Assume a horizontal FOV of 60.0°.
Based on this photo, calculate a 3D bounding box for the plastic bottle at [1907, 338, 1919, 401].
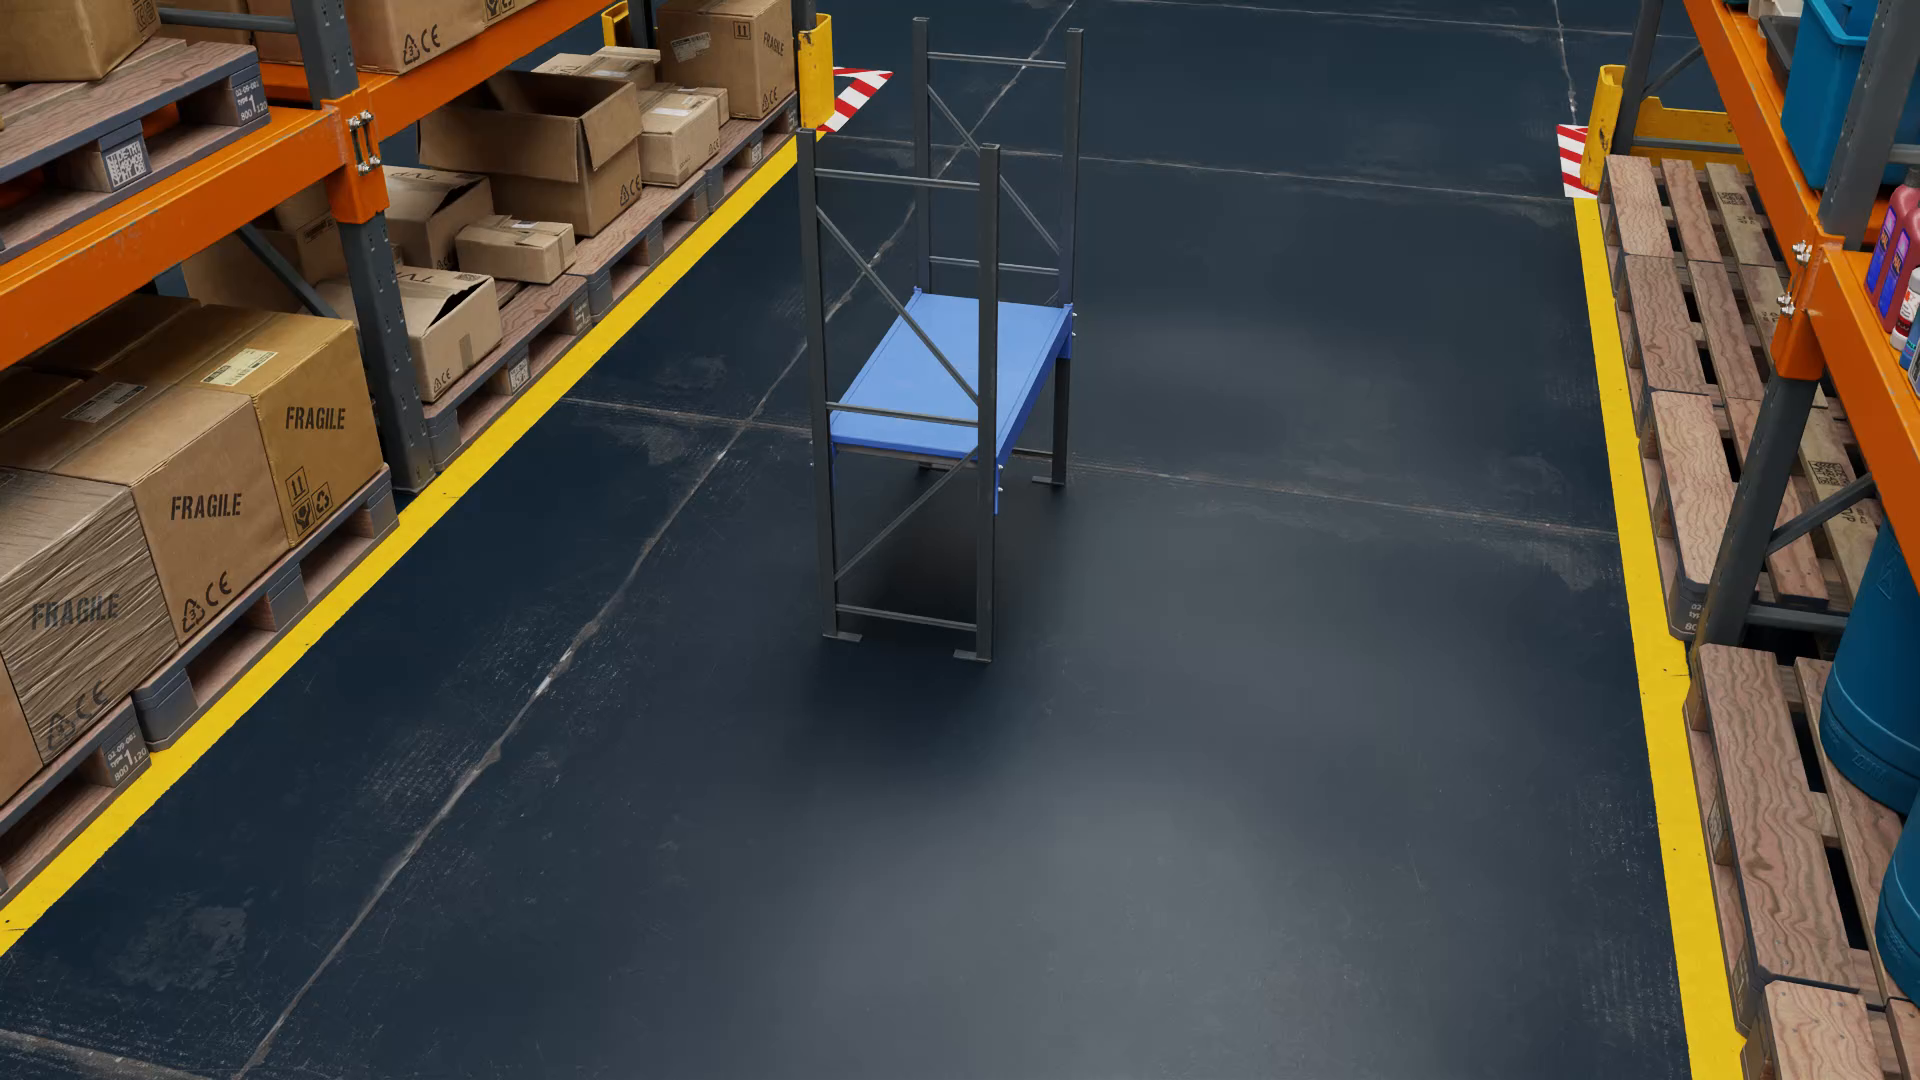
[{"bbox_3d":[1.958,-0.404,3.205,0.152,0.276,0.135,8,33,12],"label":"plastic bottle"}]

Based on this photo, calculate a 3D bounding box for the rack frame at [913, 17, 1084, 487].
[{"bbox_3d":[0.107,-0.852,5.193,0.500,1.500,0.032,8,33,12],"label":"rack frame"}]

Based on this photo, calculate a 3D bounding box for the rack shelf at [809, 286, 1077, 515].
[{"bbox_3d":[-0.022,-0.437,4.875,0.538,0.185,1.000,8,33,12],"label":"rack shelf"}]

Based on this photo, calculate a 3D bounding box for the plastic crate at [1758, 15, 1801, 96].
[{"bbox_3d":[2.561,-1.361,4.795,0.437,0.125,0.590,8,33,12],"label":"plastic crate"}]

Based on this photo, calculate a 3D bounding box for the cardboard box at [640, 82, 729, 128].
[{"bbox_3d":[-1.328,-2.063,7.930,0.380,0.166,0.250,8,33,12],"label":"cardboard box"}]

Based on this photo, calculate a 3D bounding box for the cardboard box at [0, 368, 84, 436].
[{"bbox_3d":[-2.737,-0.145,4.603,0.500,0.500,0.500,8,33,13],"label":"cardboard box"}]

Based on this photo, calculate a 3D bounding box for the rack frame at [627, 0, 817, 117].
[{"bbox_3d":[-1.238,-3.586,8.096,1.000,3.000,0.127,8,33,12],"label":"rack frame"}]

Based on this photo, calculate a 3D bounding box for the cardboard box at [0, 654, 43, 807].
[{"bbox_3d":[-2.490,0.433,3.692,0.500,0.500,0.500,7,33,11],"label":"cardboard box"}]

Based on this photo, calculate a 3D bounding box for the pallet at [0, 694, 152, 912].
[{"bbox_3d":[-2.731,0.728,3.907,1.003,0.211,1.213,8,33,12],"label":"pallet"}]

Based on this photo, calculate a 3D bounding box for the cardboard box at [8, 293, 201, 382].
[{"bbox_3d":[-2.612,-0.424,5.040,0.500,0.500,0.500,7,33,10],"label":"cardboard box"}]

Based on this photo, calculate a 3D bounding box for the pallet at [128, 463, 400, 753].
[{"bbox_3d":[-2.423,0.093,4.906,1.003,0.211,1.213,8,33,12],"label":"pallet"}]

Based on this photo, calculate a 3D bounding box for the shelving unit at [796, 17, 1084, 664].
[{"bbox_3d":[-0.022,-0.589,4.778,0.538,1.500,1.048,8,33,12],"label":"shelving unit"}]

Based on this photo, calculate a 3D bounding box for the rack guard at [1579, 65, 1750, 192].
[{"bbox_3d":[3.545,-1.869,7.725,1.175,0.500,0.348,8,33,12],"label":"rack guard"}]

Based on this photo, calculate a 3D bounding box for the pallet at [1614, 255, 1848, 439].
[{"bbox_3d":[2.993,-0.680,6.122,1.003,0.211,1.213,8,33,12],"label":"pallet"}]

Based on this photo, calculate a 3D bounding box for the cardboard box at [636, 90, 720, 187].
[{"bbox_3d":[-1.408,-1.807,7.450,0.500,0.250,0.500,8,33,12],"label":"cardboard box"}]

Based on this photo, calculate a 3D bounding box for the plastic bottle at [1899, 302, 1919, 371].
[{"bbox_3d":[1.961,-0.466,3.307,0.097,0.271,0.097,0,32,0],"label":"plastic bottle"}]

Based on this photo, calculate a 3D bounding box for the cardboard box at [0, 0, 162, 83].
[{"bbox_3d":[-2.590,-1.515,4.352,0.700,0.500,0.500,-3,33,-4],"label":"cardboard box"}]

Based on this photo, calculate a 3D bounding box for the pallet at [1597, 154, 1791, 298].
[{"bbox_3d":[3.305,-1.311,7.115,1.003,0.211,1.213,8,33,12],"label":"pallet"}]

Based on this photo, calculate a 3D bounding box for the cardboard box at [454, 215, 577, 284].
[{"bbox_3d":[-1.728,-1.139,6.477,0.380,0.166,0.250,8,33,12],"label":"cardboard box"}]

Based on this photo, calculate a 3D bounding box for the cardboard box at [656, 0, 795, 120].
[{"bbox_3d":[-1.138,-2.401,8.152,0.500,0.500,0.500,8,33,12],"label":"cardboard box"}]

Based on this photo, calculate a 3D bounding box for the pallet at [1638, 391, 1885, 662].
[{"bbox_3d":[2.686,-0.044,5.123,1.003,0.211,1.213,8,33,12],"label":"pallet"}]

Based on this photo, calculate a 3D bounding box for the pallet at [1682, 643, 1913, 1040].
[{"bbox_3d":[2.301,0.737,3.894,1.003,0.211,1.213,8,33,12],"label":"pallet"}]

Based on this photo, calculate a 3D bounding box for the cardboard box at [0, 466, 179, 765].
[{"bbox_3d":[-2.363,0.169,4.108,0.500,0.500,0.500,8,33,13],"label":"cardboard box"}]

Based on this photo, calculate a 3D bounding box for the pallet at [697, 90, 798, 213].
[{"bbox_3d":[-1.459,-1.956,8.131,1.003,0.211,1.213,8,33,12],"label":"pallet"}]

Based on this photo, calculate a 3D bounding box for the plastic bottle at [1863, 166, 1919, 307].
[{"bbox_3d":[2.031,-0.653,3.590,0.061,0.283,0.133,8,33,12],"label":"plastic bottle"}]

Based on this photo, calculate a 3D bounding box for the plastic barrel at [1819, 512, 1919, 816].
[{"bbox_3d":[2.382,0.154,3.776,0.600,0.901,0.708,8,33,12],"label":"plastic barrel"}]

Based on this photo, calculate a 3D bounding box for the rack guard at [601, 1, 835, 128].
[{"bbox_3d":[-1.258,-2.492,8.704,1.175,0.500,0.348,8,33,12],"label":"rack guard"}]

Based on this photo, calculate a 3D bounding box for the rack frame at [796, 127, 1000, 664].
[{"bbox_3d":[-0.151,-0.325,4.363,0.500,1.500,0.032,8,33,12],"label":"rack frame"}]

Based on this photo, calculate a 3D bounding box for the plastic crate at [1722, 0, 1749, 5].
[{"bbox_3d":[2.760,-1.942,5.610,0.416,0.233,0.300,8,33,12],"label":"plastic crate"}]

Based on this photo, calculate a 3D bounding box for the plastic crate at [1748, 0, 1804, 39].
[{"bbox_3d":[2.688,-1.693,5.307,0.293,0.136,0.466,8,33,12],"label":"plastic crate"}]

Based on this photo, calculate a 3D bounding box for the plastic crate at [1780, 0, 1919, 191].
[{"bbox_3d":[2.325,-1.142,4.209,0.392,0.384,0.575,8,33,12],"label":"plastic crate"}]

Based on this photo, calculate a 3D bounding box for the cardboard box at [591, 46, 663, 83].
[{"bbox_3d":[-1.677,-2.398,8.474,0.380,0.149,0.250,8,33,12],"label":"cardboard box"}]

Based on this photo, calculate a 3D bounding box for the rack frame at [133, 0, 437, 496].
[{"bbox_3d":[-2.254,-1.511,4.830,1.000,3.000,0.127,8,33,12],"label":"rack frame"}]

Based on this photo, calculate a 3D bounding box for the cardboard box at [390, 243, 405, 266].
[{"bbox_3d":[-2.346,-1.030,6.322,0.380,0.149,0.250,8,33,12],"label":"cardboard box"}]

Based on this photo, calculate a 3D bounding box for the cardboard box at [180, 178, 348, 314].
[{"bbox_3d":[-2.383,-0.976,5.909,0.500,0.500,0.500,8,33,12],"label":"cardboard box"}]

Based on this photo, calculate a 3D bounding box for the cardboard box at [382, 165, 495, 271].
[{"bbox_3d":[-2.193,-1.285,6.572,0.500,0.311,0.500,8,33,12],"label":"cardboard box"}]

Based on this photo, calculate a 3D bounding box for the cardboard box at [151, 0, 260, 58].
[{"bbox_3d":[-2.375,-1.847,5.267,0.500,0.500,0.500,9,33,13],"label":"cardboard box"}]

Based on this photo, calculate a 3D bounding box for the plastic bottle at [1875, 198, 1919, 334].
[{"bbox_3d":[1.997,-0.584,3.481,0.061,0.283,0.133,8,33,12],"label":"plastic bottle"}]

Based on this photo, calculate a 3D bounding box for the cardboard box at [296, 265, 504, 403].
[{"bbox_3d":[-1.938,-0.750,5.730,0.500,0.311,0.500,8,33,12],"label":"cardboard box"}]

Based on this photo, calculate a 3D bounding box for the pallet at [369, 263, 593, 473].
[{"bbox_3d":[-2.078,-0.690,6.139,1.003,0.211,1.213,8,33,12],"label":"pallet"}]

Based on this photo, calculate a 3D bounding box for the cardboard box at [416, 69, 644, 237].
[{"bbox_3d":[-1.782,-1.618,6.917,0.797,0.503,0.637,8,33,12],"label":"cardboard box"}]

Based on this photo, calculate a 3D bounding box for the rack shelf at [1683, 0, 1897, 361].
[{"bbox_3d":[3.044,-1.569,5.592,1.077,0.370,4.000,8,33,12],"label":"rack shelf"}]

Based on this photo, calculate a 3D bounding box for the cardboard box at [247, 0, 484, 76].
[{"bbox_3d":[-1.861,-1.780,5.161,0.500,0.500,0.500,9,34,14],"label":"cardboard box"}]

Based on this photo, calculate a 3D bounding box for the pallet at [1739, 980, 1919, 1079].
[{"bbox_3d":[1.993,1.372,2.895,1.003,0.211,1.213,8,33,12],"label":"pallet"}]

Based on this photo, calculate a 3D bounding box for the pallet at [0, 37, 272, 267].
[{"bbox_3d":[-2.562,-1.030,4.253,1.003,0.211,1.213,8,33,12],"label":"pallet"}]

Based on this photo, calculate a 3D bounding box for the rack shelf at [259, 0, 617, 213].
[{"bbox_3d":[-1.746,-2.245,6.656,1.077,0.370,4.000,8,33,12],"label":"rack shelf"}]

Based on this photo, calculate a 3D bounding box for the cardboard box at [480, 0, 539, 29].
[{"bbox_3d":[-1.734,-2.046,5.580,0.500,0.500,0.500,9,33,13],"label":"cardboard box"}]

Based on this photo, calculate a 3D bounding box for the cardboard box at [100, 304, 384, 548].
[{"bbox_3d":[-2.102,-0.346,4.919,0.500,0.500,0.500,8,33,12],"label":"cardboard box"}]

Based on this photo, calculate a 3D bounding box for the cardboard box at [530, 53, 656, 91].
[{"bbox_3d":[-1.778,-2.109,7.924,0.500,0.250,0.500,8,33,12],"label":"cardboard box"}]

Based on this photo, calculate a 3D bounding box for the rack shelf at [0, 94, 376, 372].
[{"bbox_3d":[-2.761,-0.169,3.391,1.077,0.370,4.000,8,33,12],"label":"rack shelf"}]

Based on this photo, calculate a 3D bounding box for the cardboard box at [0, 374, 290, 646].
[{"bbox_3d":[-2.235,-0.091,4.517,0.500,0.500,0.500,8,33,13],"label":"cardboard box"}]

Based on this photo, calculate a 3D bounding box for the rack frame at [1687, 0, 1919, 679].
[{"bbox_3d":[2.537,-0.834,3.767,1.000,3.000,0.127,8,33,12],"label":"rack frame"}]

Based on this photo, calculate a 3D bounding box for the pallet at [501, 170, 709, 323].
[{"bbox_3d":[-1.771,-1.325,7.138,1.003,0.211,1.213,8,33,12],"label":"pallet"}]

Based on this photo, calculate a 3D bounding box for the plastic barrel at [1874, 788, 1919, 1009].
[{"bbox_3d":[2.203,0.521,3.198,0.600,0.901,0.708,8,33,12],"label":"plastic barrel"}]

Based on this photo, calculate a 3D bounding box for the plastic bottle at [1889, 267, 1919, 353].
[{"bbox_3d":[1.986,-0.487,3.405,0.097,0.201,0.097,0,32,0],"label":"plastic bottle"}]

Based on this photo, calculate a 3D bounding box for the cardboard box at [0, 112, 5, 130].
[{"bbox_3d":[-2.703,-1.149,3.777,0.700,0.500,0.500,13,35,20],"label":"cardboard box"}]

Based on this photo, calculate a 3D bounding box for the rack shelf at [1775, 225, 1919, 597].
[{"bbox_3d":[2.029,0.507,2.327,1.077,0.370,4.000,8,33,12],"label":"rack shelf"}]

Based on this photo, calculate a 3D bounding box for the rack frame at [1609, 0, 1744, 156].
[{"bbox_3d":[3.552,-2.910,7.032,1.000,3.000,0.127,8,33,12],"label":"rack frame"}]
